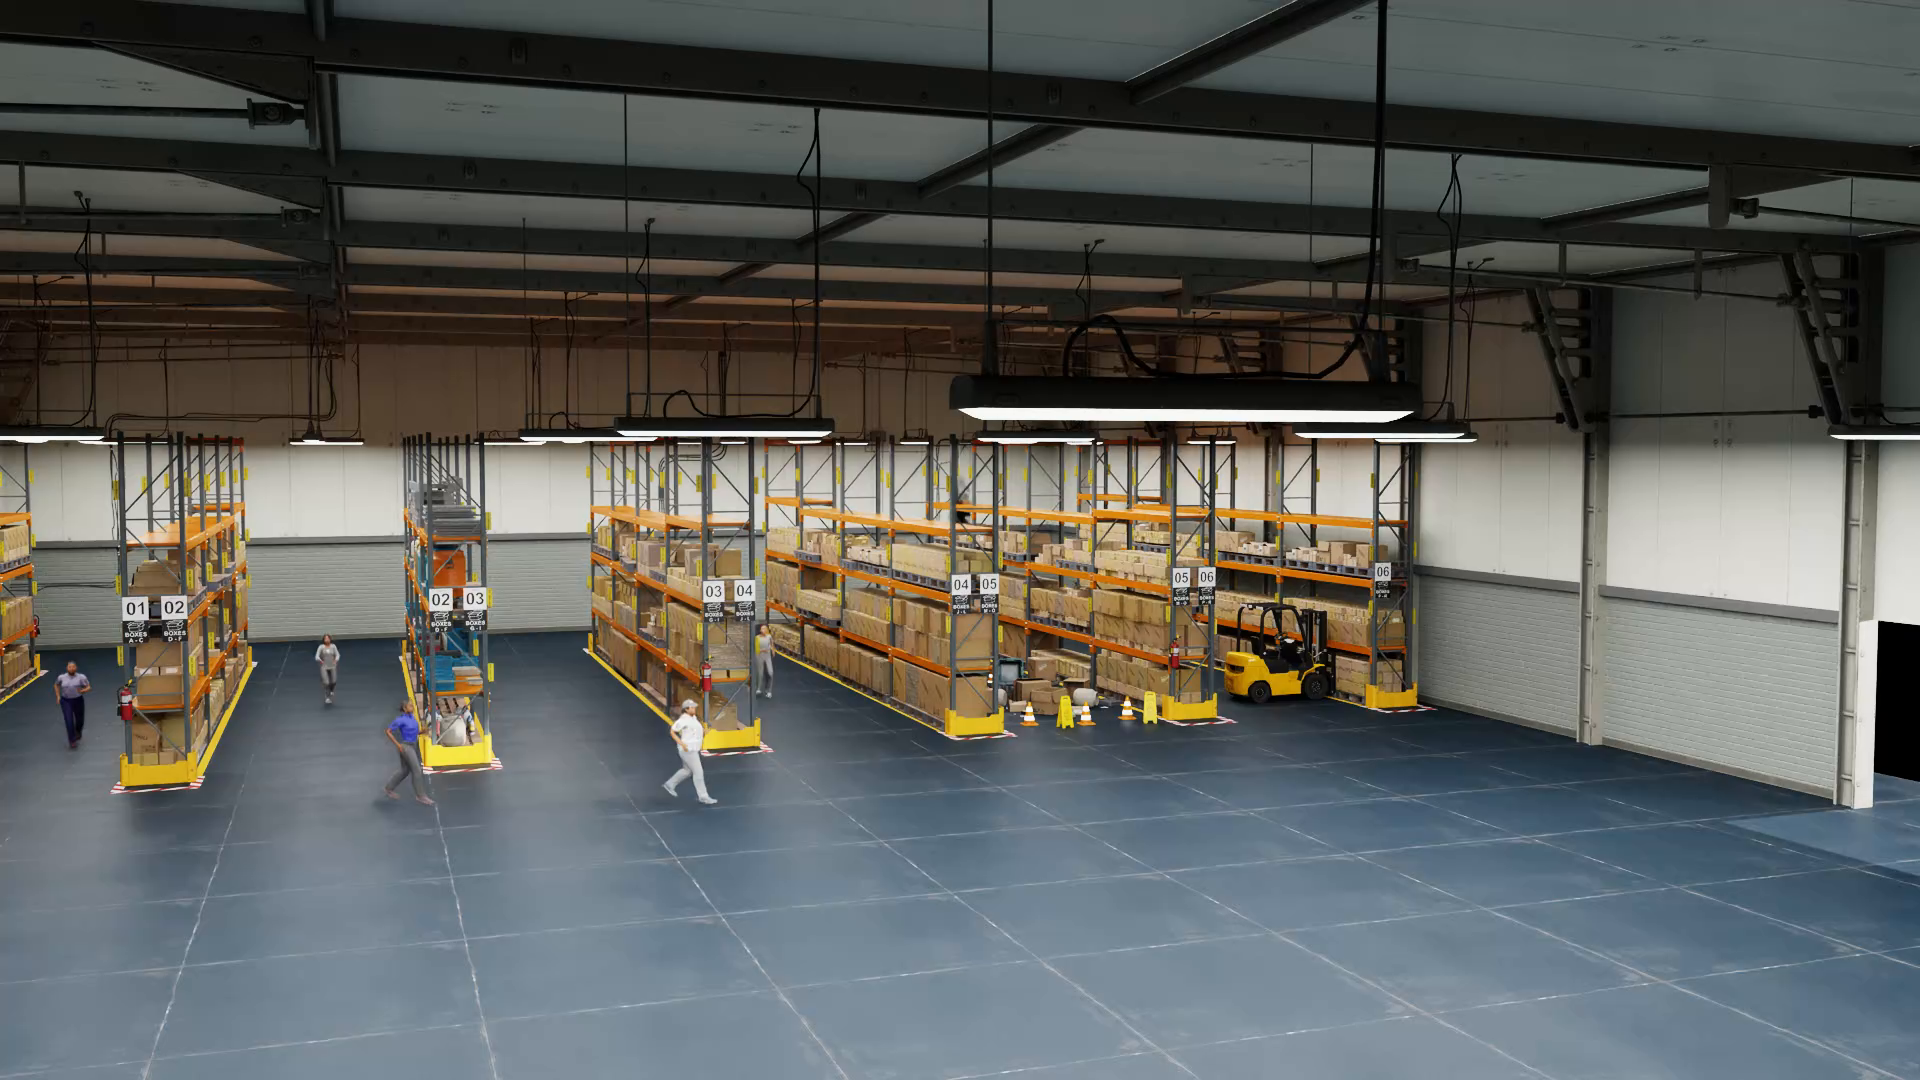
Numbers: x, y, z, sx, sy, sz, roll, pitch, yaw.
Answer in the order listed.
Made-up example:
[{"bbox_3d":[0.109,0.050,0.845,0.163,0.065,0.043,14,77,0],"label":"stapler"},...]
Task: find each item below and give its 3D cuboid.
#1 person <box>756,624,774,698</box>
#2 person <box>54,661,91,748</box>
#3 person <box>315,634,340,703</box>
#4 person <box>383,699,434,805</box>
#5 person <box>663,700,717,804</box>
[{"bbox_3d":[-4.512,2.786,38.250,0.584,1.740,0.732,-2,4,-27],"label":"person"},{"bbox_3d":[-17.005,3.129,31.874,0.610,1.626,0.837,-2,4,-30],"label":"person"},{"bbox_3d":[-14.133,2.880,37.203,0.529,1.554,0.549,-2,4,-29],"label":"person"},{"bbox_3d":[-8.874,3.395,26.706,0.893,1.678,0.563,0,3,3],"label":"person"},{"bbox_3d":[-4.356,3.388,26.752,0.943,1.652,0.606,0,3,7],"label":"person"}]
